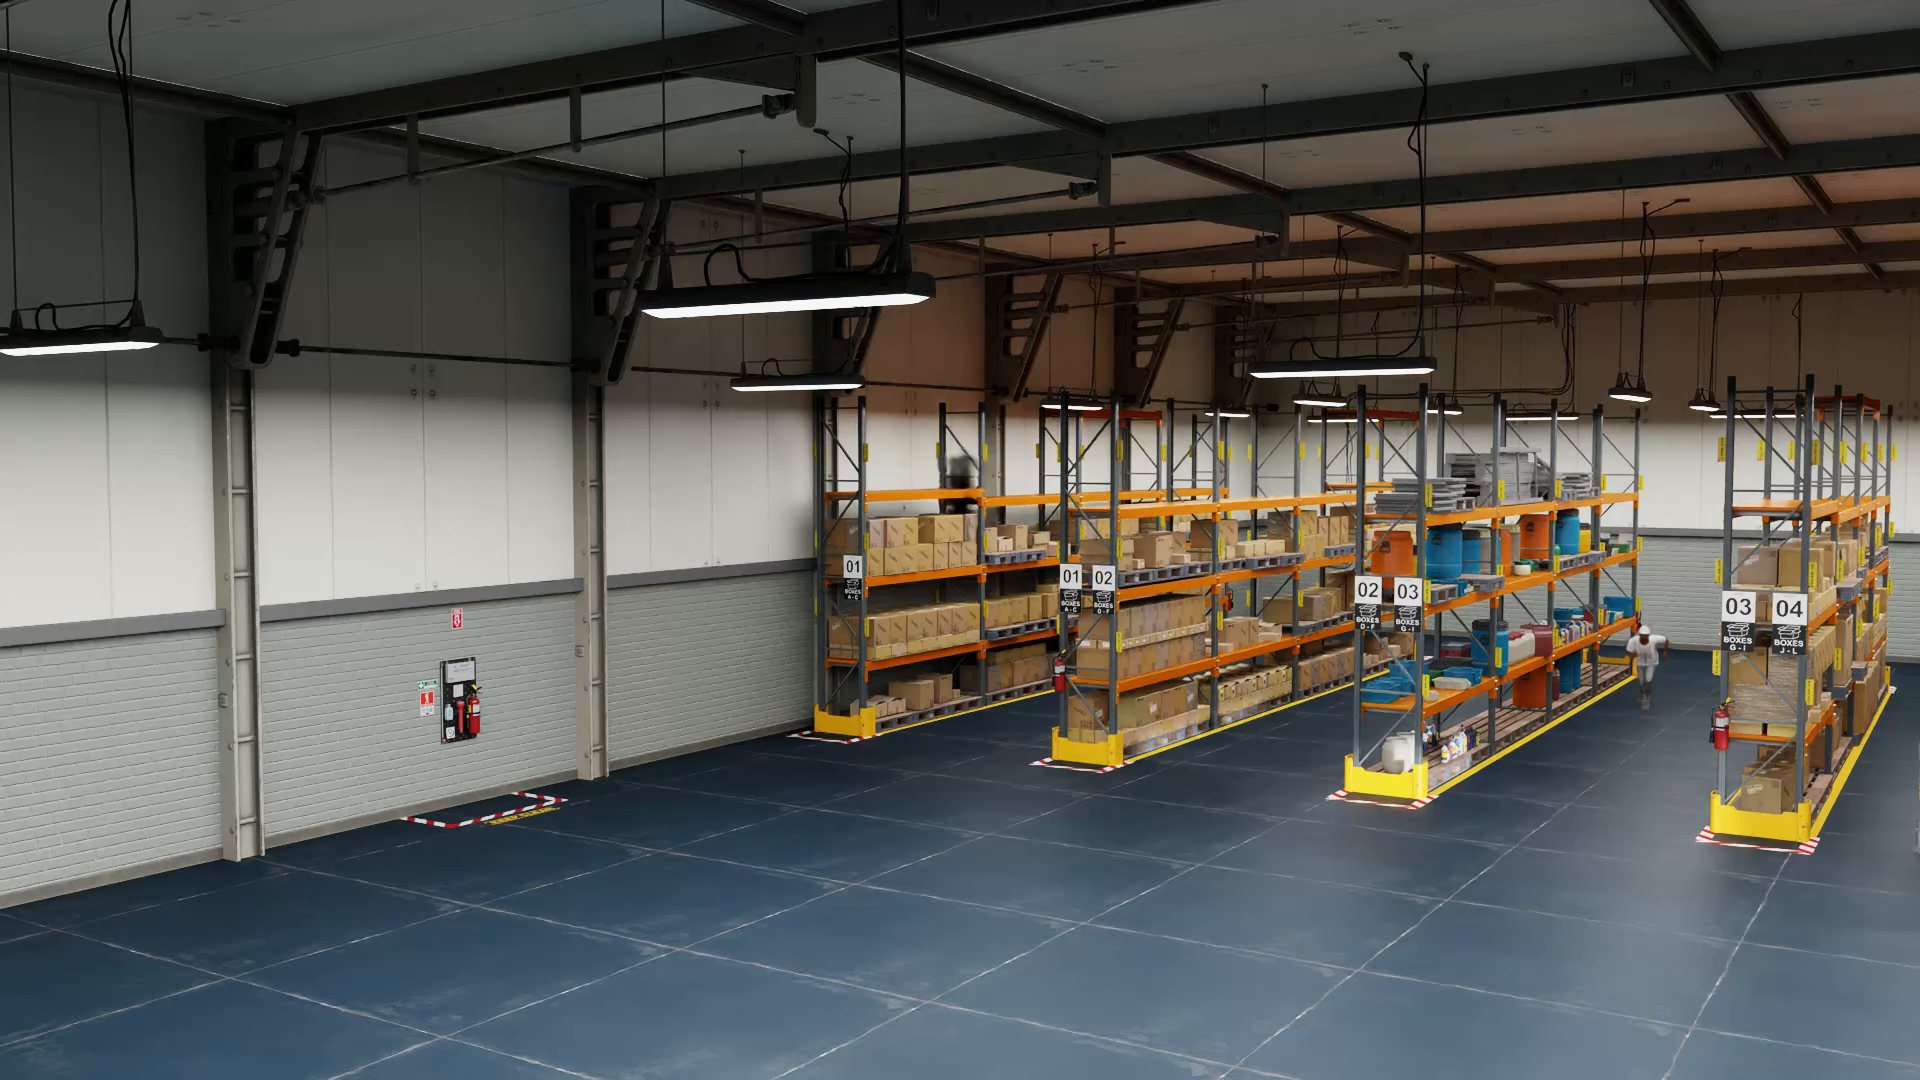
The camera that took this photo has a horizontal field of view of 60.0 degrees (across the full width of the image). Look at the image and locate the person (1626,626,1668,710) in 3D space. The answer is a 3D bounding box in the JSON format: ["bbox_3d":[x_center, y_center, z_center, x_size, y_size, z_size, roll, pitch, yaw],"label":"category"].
[{"bbox_3d":[13.453,2.494,32.561,0.753,1.697,0.993,2,3,27],"label":"person"}]
